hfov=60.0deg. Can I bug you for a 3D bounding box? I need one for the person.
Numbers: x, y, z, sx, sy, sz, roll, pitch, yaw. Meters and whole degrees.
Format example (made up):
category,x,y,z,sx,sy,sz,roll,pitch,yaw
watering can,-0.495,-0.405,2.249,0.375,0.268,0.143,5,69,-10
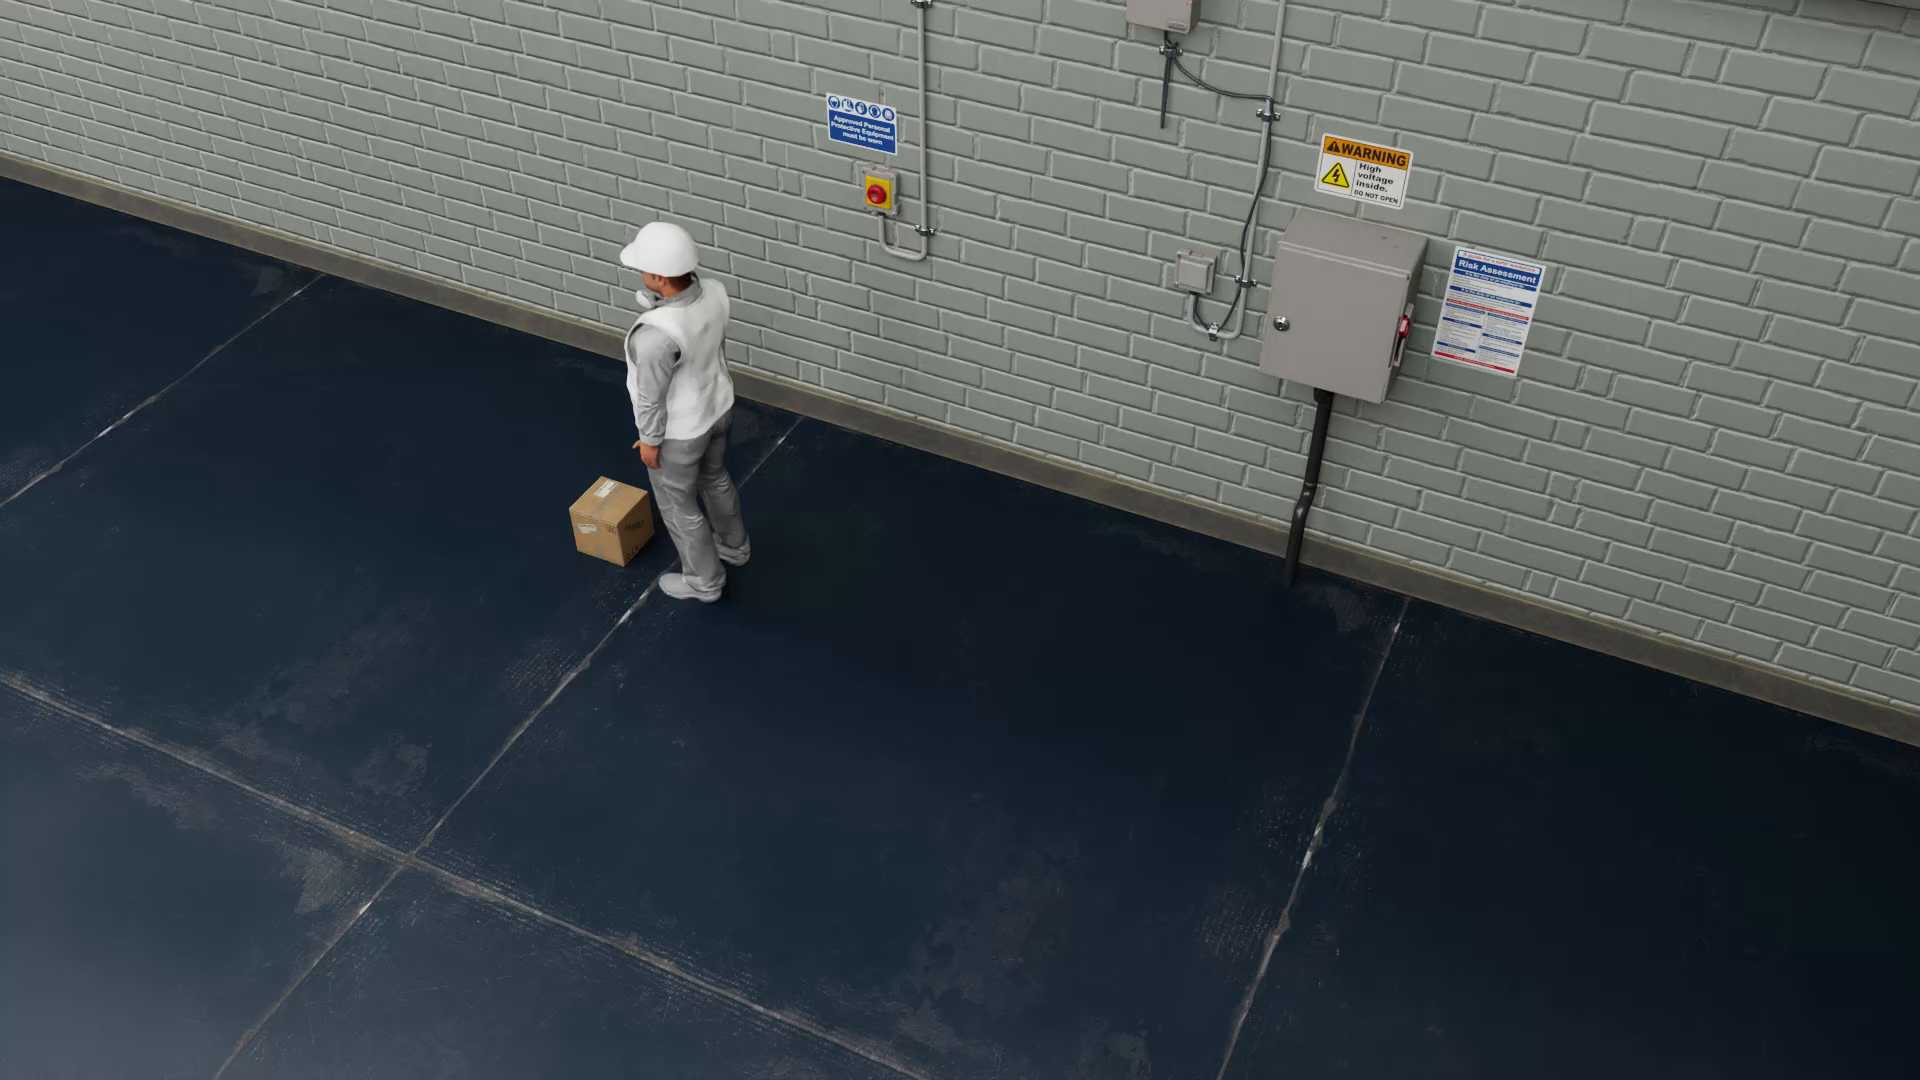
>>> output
category,x,y,z,sx,sy,sz,roll,pitch,yaw
person,-1.119,-0.501,6.717,0.360,1.778,0.532,18,45,19
